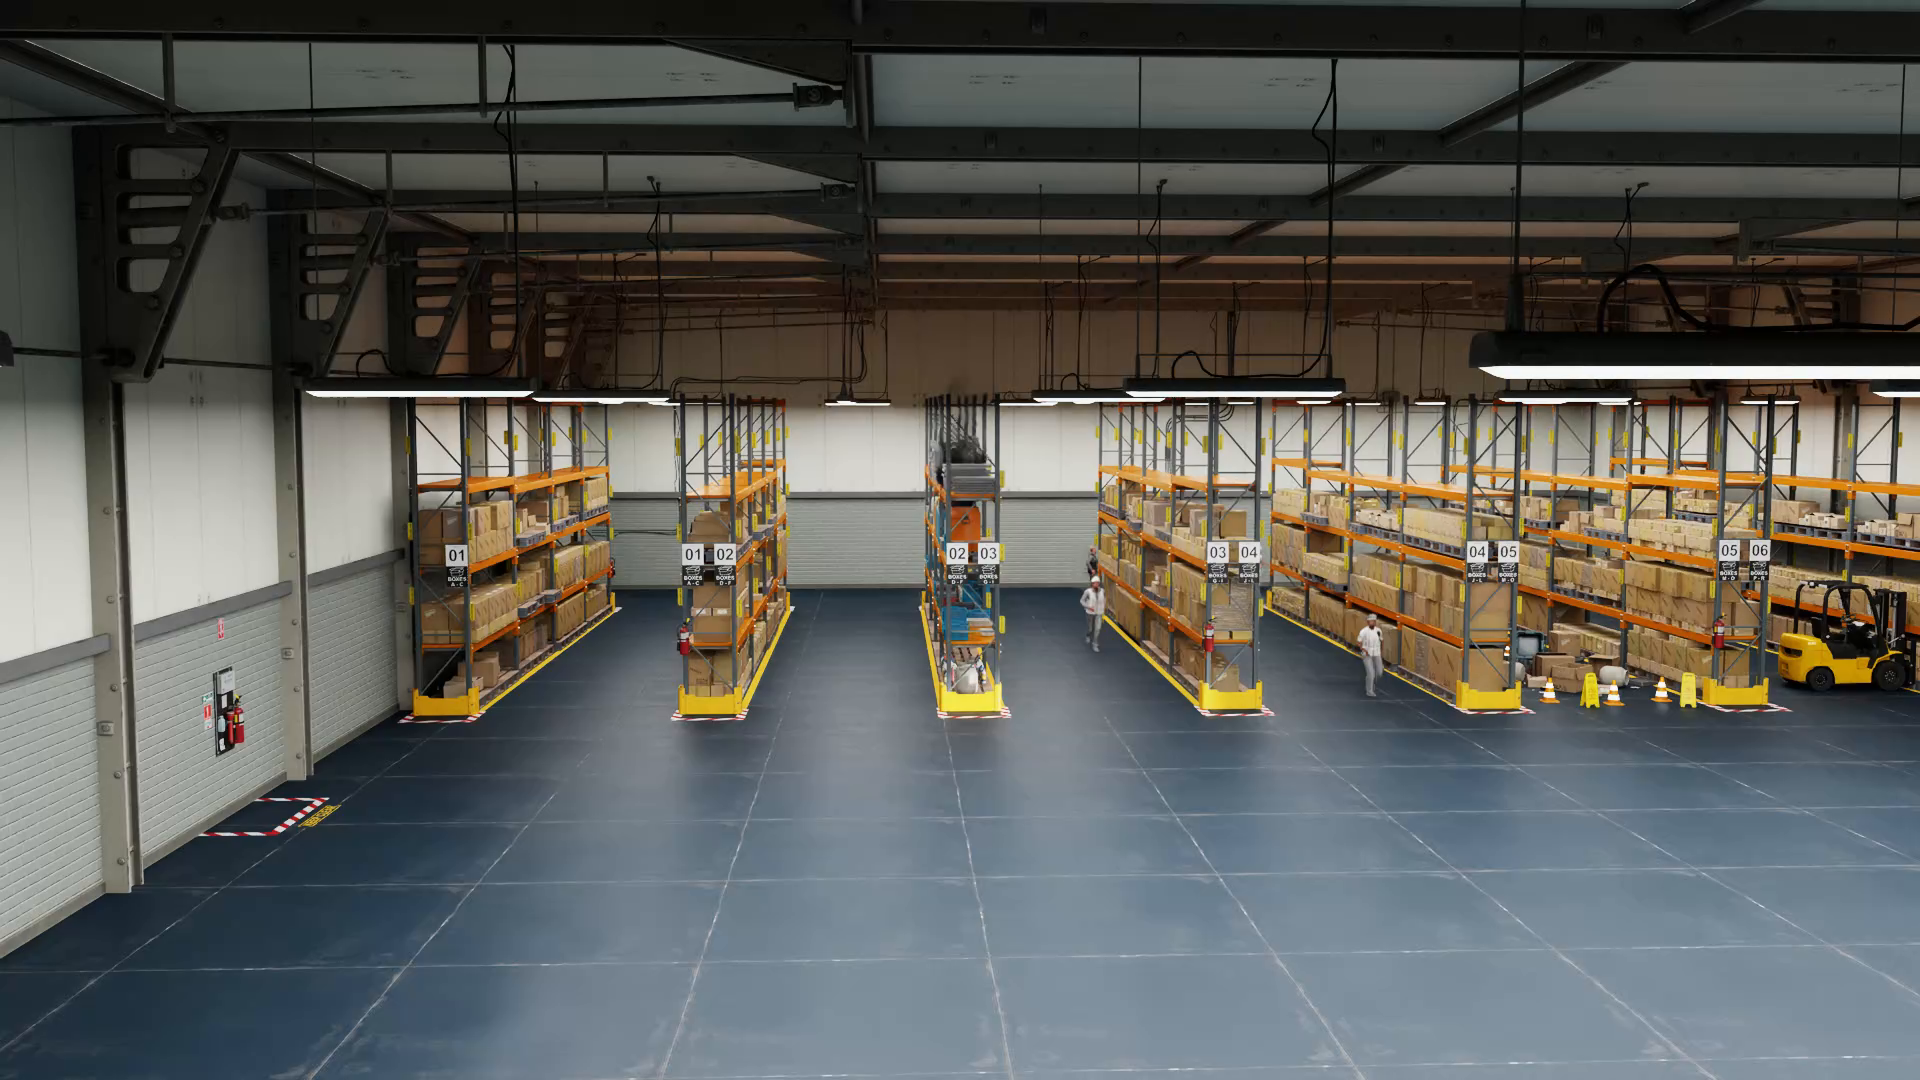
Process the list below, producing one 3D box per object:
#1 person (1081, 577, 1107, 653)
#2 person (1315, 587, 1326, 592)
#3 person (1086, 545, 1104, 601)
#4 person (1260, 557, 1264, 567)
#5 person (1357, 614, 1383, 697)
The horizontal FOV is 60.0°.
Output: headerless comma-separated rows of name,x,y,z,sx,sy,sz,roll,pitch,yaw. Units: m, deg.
person,3.183,1.738,39.419,0.674,1.768,0.955,-1,5,-11
person,10.794,1.004,49.679,0.638,1.580,0.517,-3,5,-29
person,4.008,1.002,49.128,0.575,1.685,0.644,1,5,7
person,8.440,1.019,48.435,0.744,1.829,0.652,-3,5,-32
person,8.177,2.285,33.055,0.555,1.654,0.530,-1,5,-8
